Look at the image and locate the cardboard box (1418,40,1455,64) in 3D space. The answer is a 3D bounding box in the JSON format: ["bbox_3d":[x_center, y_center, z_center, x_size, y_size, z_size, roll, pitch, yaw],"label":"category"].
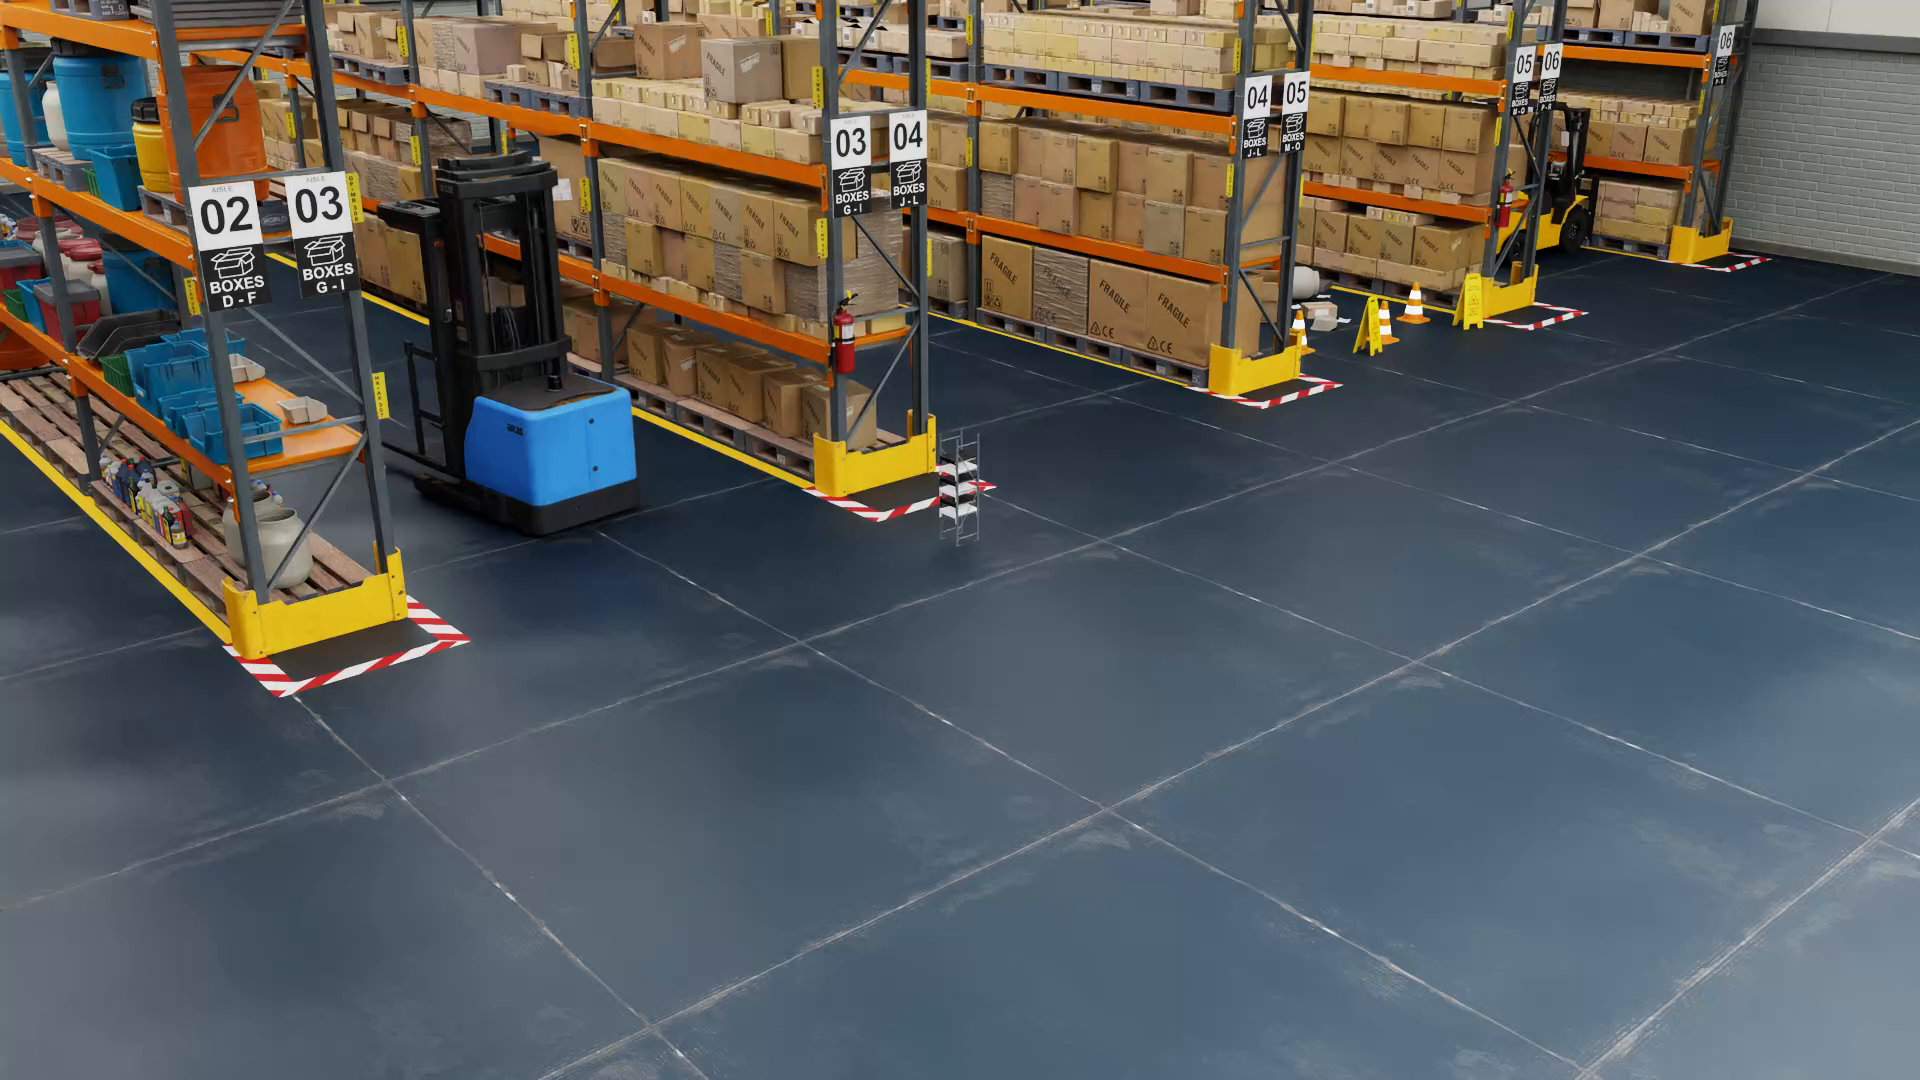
[{"bbox_3d":[5.953,-5.965,20.286,0.500,0.250,0.500,-18,28,-38],"label":"cardboard box"}]

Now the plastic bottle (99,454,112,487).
[{"bbox_3d":[-7.186,-0.589,14.013,0.097,0.271,0.097,0,21,0],"label":"plastic bottle"}]

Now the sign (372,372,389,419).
[{"bbox_3d":[-4.031,-1.001,11.546,0.100,0.325,0.005,-17,27,-37],"label":"sign"}]

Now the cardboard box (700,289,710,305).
[{"bbox_3d":[-2.210,-2.309,15.610,0.380,0.149,0.250,-17,27,-37],"label":"cardboard box"}]

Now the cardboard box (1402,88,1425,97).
[{"bbox_3d":[7.263,-7.105,26.485,0.380,0.149,0.250,-17,27,-37],"label":"cardboard box"}]

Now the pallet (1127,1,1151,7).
[{"bbox_3d":[3.786,-9.605,30.038,1.213,0.211,1.003,-17,27,-37],"label":"pallet"}]

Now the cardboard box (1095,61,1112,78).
[{"bbox_3d":[1.656,-5.028,17.728,0.380,0.149,0.250,-17,27,-37],"label":"cardboard box"}]

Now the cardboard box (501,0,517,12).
[{"bbox_3d":[-7.223,-8.868,27.420,0.500,0.250,0.500,-17,27,-37],"label":"cardboard box"}]

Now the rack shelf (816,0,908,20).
[{"bbox_3d":[-2.004,-4.931,14.724,1.077,0.370,4.000,-17,27,-37],"label":"rack shelf"}]

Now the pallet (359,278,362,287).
[{"bbox_3d":[-7.971,-3.743,22.751,1.003,0.211,1.213,-17,27,-37],"label":"pallet"}]

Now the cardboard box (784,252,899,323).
[{"bbox_3d":[-1.037,-2.265,14.608,0.875,0.500,0.500,-17,27,-37],"label":"cardboard box"}]

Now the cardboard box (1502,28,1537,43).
[{"bbox_3d":[6.732,-6.078,20.027,0.380,0.149,0.250,-18,27,-38],"label":"cardboard box"}]

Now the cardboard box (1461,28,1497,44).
[{"bbox_3d":[6.225,-6.035,19.917,0.380,0.149,0.250,-17,27,-37],"label":"cardboard box"}]

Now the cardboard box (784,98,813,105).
[{"bbox_3d":[-1.337,-3.860,14.773,0.380,0.149,0.250,-18,27,-38],"label":"cardboard box"}]

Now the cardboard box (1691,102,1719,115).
[{"bbox_3d":[10.510,-6.094,23.495,0.380,0.149,0.250,-18,28,-38],"label":"cardboard box"}]

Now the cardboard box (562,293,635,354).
[{"bbox_3d":[-3.991,-2.378,18.267,0.700,0.500,0.500,-18,27,-38],"label":"cardboard box"}]

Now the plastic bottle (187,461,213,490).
[{"bbox_3d":[-6.394,-0.579,13.981,0.152,0.276,0.135,-17,27,-37],"label":"plastic bottle"}]

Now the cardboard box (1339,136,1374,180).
[{"bbox_3d":[5.282,-4.973,21.522,0.500,0.500,0.500,-17,27,-37],"label":"cardboard box"}]

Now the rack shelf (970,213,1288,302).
[{"bbox_3d":[1.819,-3.292,18.761,1.077,0.370,4.000,-17,27,-37],"label":"rack shelf"}]

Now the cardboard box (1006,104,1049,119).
[{"bbox_3d":[1.078,-6.727,26.066,0.500,0.250,0.500,-18,27,-38],"label":"cardboard box"}]

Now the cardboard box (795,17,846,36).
[{"bbox_3d":[-1.791,-6.629,21.593,0.500,0.311,0.500,-17,27,-37],"label":"cardboard box"}]

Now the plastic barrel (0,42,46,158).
[{"bbox_3d":[-7.985,-3.747,14.137,0.600,0.901,0.600,0,21,0],"label":"plastic barrel"}]

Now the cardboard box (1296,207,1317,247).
[{"bbox_3d":[4.737,-4.277,22.458,0.500,0.500,0.500,-16,27,-35],"label":"cardboard box"}]

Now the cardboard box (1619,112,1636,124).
[{"bbox_3d":[9.663,-6.062,23.821,0.380,0.149,0.250,-18,27,-38],"label":"cardboard box"}]

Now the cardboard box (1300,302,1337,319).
[{"bbox_3d":[4.424,-2.834,20.515,0.380,0.149,0.250,-4,22,-10],"label":"cardboard box"}]

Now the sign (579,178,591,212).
[{"bbox_3d":[-3.728,-3.432,16.546,0.100,0.325,0.005,-17,27,-37],"label":"sign"}]

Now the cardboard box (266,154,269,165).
[{"bbox_3d":[-9.651,-5.410,23.528,0.380,0.149,0.250,-17,27,-36],"label":"cardboard box"}]

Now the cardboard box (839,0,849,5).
[{"bbox_3d":[-1.856,-9.291,28.610,0.380,0.149,0.250,-17,27,-36],"label":"cardboard box"}]

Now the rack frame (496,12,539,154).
[{"bbox_3d":[-7.319,-7.494,28.506,1.000,3.000,0.127,-17,27,-37],"label":"rack frame"}]

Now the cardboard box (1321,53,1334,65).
[{"bbox_3d":[4.889,-6.238,21.528,0.380,0.149,0.250,-19,28,-39],"label":"cardboard box"}]

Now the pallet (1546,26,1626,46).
[{"bbox_3d":[9.324,-7.357,24.163,1.003,0.211,1.213,-17,27,-37],"label":"pallet"}]

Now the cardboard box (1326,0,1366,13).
[{"bbox_3d":[6.298,-8.819,26.925,0.500,0.500,0.500,-17,27,-36],"label":"cardboard box"}]

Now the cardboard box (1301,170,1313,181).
[{"bbox_3d":[4.696,-4.905,22.238,0.380,0.149,0.250,-16,27,-36],"label":"cardboard box"}]

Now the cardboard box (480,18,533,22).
[{"bbox_3d":[-5.077,-5.596,18.723,0.500,0.500,0.500,-18,27,-38],"label":"cardboard box"}]

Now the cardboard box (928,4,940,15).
[{"bbox_3d":[-0.463,-8.646,27.078,0.380,0.166,0.250,-20,29,-41],"label":"cardboard box"}]

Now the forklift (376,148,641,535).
[{"bbox_3d":[-4.126,-1.841,14.166,3.031,2.935,1.130,19,28,39],"label":"forklift"}]

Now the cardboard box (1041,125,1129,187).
[{"bbox_3d":[1.424,-4.335,18.754,0.875,0.550,0.550,-17,27,-37],"label":"cardboard box"}]

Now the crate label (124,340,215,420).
[{"bbox_3d":[-5.857,-1.203,12.393,0.502,0.435,0.616,-17,27,-37],"label":"crate label"}]

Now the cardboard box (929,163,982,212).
[{"bbox_3d":[-0.029,-4.306,20.228,0.500,0.500,0.500,-18,27,-38],"label":"cardboard box"}]

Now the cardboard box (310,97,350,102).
[{"bbox_3d":[-8.651,-5.848,23.070,0.500,0.500,0.500,-17,27,-37],"label":"cardboard box"}]

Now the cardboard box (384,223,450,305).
[{"bbox_3d":[-6.355,-3.533,20.729,1.225,0.875,0.875,-19,28,-40],"label":"cardboard box"}]

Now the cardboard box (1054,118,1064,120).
[{"bbox_3d":[1.658,-6.435,25.569,0.380,0.149,0.250,-19,29,-40],"label":"cardboard box"}]

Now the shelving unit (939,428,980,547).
[{"bbox_3d":[-0.005,-0.421,13.326,0.258,0.900,0.210,-17,27,-37],"label":"shelving unit"}]

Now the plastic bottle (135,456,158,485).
[{"bbox_3d":[-6.740,-0.531,13.756,0.144,0.351,0.185,-17,27,-37],"label":"plastic bottle"}]

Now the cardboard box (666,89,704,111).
[{"bbox_3d":[-2.451,-4.024,15.191,0.380,0.149,0.250,-18,28,-38],"label":"cardboard box"}]

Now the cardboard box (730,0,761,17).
[{"bbox_3d":[-2.904,-7.272,22.638,0.396,0.266,0.258,-17,27,-37],"label":"cardboard box"}]

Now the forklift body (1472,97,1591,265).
[{"bbox_3d":[7.947,-5.157,23.702,2.313,2.155,1.214,-17,27,-37],"label":"forklift body"}]

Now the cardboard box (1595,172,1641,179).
[{"bbox_3d":[9.749,-5.299,24.725,0.500,0.250,0.500,-18,27,-38],"label":"cardboard box"}]

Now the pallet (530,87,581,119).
[{"bbox_3d":[-3.632,-4.531,17.085,1.213,0.211,1.003,-17,27,-37],"label":"pallet"}]

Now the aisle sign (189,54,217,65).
[{"bbox_3d":[-11.417,-7.501,24.957,0.394,0.787,0.004,-17,27,-37],"label":"aisle sign"}]

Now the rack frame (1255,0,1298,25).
[{"bbox_3d":[4.198,-8.179,22.027,1.000,3.000,0.127,-17,27,-37],"label":"rack frame"}]

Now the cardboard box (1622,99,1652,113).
[{"bbox_3d":[9.691,-6.212,23.796,0.380,0.149,0.250,-17,27,-37],"label":"cardboard box"}]

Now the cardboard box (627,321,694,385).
[{"bbox_3d":[-3.079,-1.938,17.170,0.500,0.500,0.500,-18,28,-39],"label":"cardboard box"}]

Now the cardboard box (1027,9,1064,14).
[{"bbox_3d":[0.994,-6.047,19.235,0.380,0.149,0.250,-18,28,-38],"label":"cardboard box"}]

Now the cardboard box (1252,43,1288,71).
[{"bbox_3d":[3.004,-4.976,17.047,0.500,0.250,0.500,-18,27,-38],"label":"cardboard box"}]

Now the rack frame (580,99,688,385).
[{"bbox_3d":[-3.310,-3.026,17.098,1.000,3.000,0.127,-17,27,-37],"label":"rack frame"}]
